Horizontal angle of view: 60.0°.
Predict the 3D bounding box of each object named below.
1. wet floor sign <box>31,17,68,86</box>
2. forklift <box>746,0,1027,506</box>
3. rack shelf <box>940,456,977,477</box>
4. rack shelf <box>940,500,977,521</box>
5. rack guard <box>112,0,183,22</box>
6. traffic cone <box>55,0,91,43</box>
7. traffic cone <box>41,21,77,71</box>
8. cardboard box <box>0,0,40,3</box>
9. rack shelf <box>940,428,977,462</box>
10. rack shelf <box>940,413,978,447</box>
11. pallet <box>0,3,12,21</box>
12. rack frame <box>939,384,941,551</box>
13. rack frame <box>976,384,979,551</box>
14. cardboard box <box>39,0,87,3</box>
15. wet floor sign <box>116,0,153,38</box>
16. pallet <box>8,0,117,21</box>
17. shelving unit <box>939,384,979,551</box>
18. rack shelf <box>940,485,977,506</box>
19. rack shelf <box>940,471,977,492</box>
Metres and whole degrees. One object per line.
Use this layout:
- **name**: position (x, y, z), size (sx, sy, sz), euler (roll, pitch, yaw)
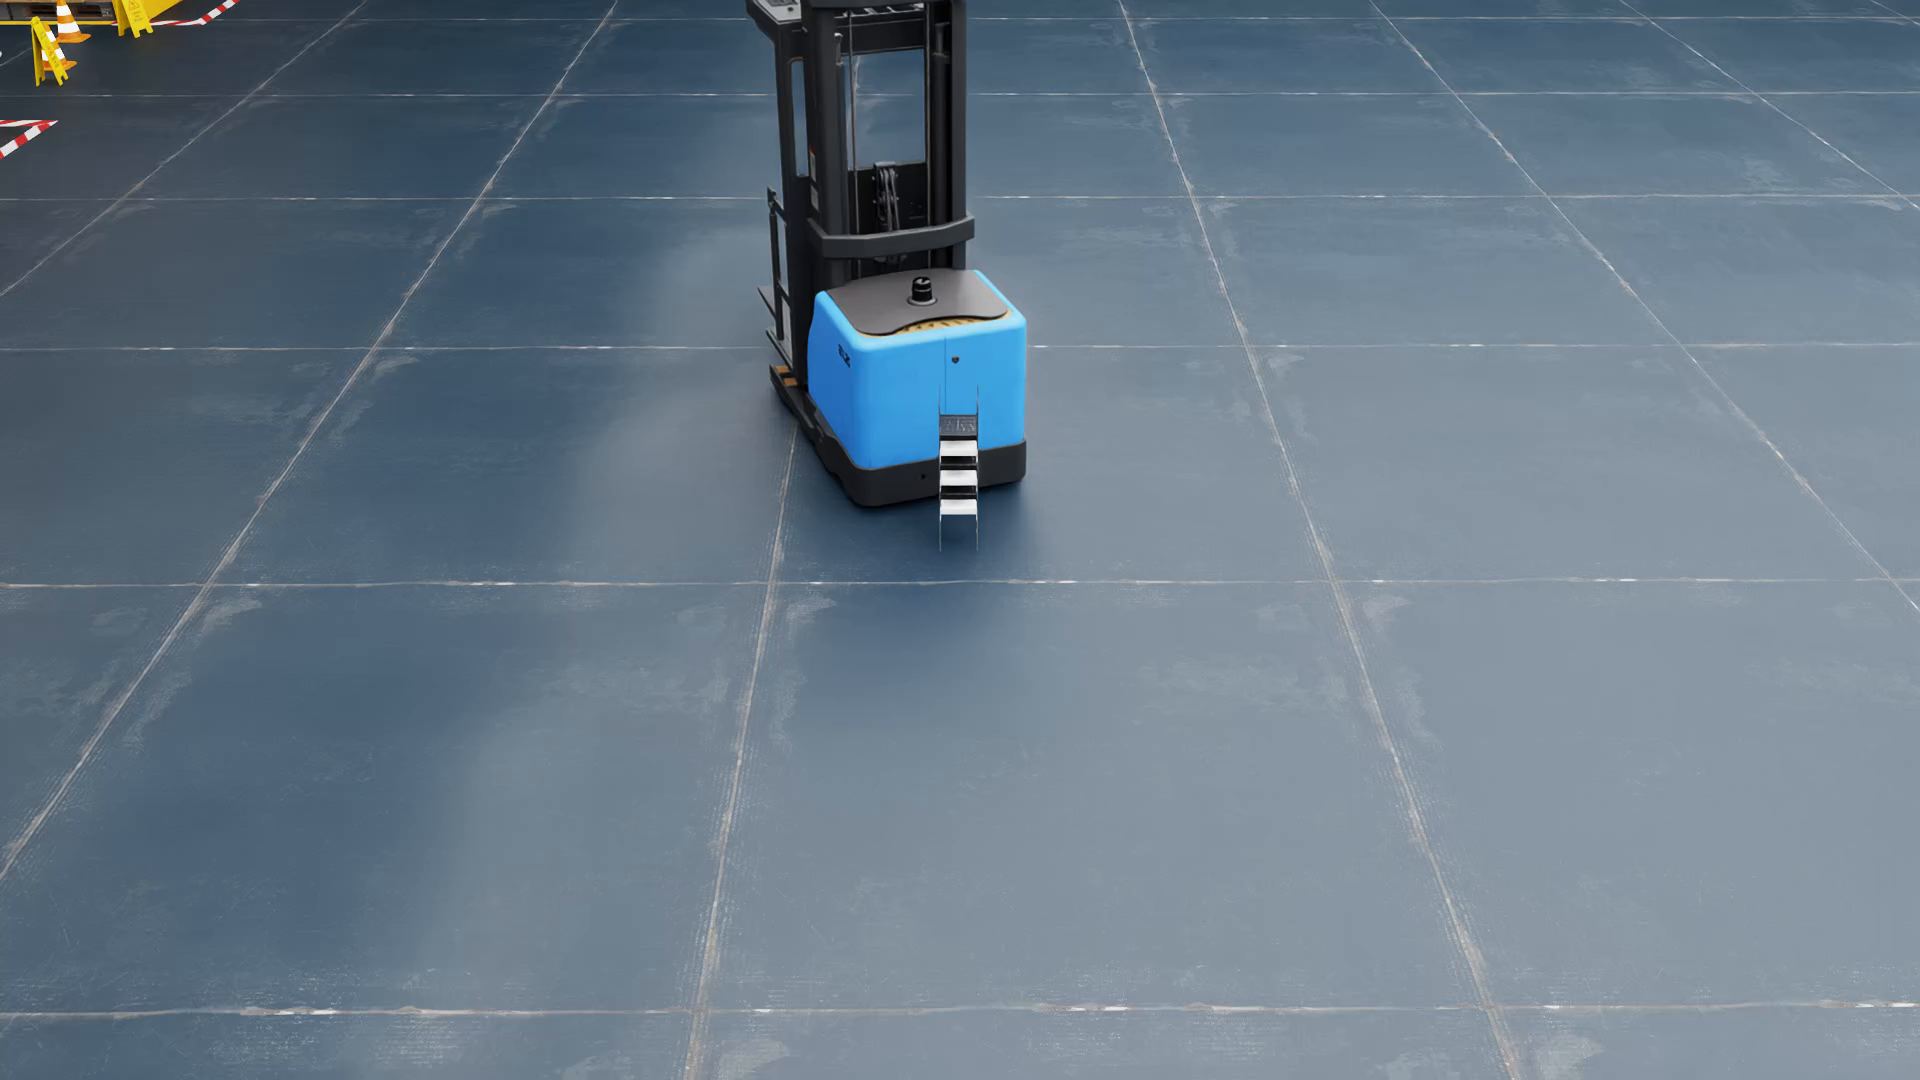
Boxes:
- **wet floor sign**: position (-9.243, -4.938, 16.766), size (0.232, 0.644, 0.267), euler (-5, 32, -9)
- **forklift**: position (-0.597, -2.197, 10.045), size (1.130, 2.935, 3.031), euler (-11, 33, -17)
- **rack shelf**: position (-0.008, -0.433, 8.987), size (0.200, 0.077, 0.258), euler (0, 31, 0)
- **rack shelf**: position (-0.008, -0.202, 9.127), size (0.200, 0.077, 0.258), euler (0, 31, 0)
- **rack guard**: position (-9.467, -6.416, 19.342), size (0.348, 0.500, 1.175), euler (0, 31, 0)
- **traffic cone**: position (-9.813, -5.729, 18.247), size (0.334, 0.463, 0.336), euler (0, 31, 0)
- **traffic cone**: position (-9.466, -5.155, 17.300), size (0.334, 0.463, 0.336), euler (0, 31, 0)
- **cardboard box**: position (-10.715, -6.349, 19.068), size (0.500, 0.250, 0.500), euler (0, 31, 0)
- **rack shelf**: position (-0.008, -0.510, 8.940), size (0.200, 0.077, 0.258), euler (0, 31, 0)
- **rack shelf**: position (-0.008, -0.587, 8.894), size (0.200, 0.077, 0.258), euler (0, 31, 0)
- **pallet**: position (-11.496, -6.306, 19.439), size (1.213, 0.211, 1.003), euler (0, 31, 0)
- **rack frame**: position (-0.110, -0.384, 9.016), size (0.006, 0.900, 0.240), euler (0, 31, 0)
- **rack frame**: position (0.094, -0.385, 9.017), size (0.006, 0.900, 0.240), euler (0, 31, 0)
- **cardboard box**: position (-10.221, -6.346, 19.064), size (0.500, 0.250, 0.500), euler (0, 31, -1)
- **wet floor sign**: position (-9.194, -5.924, 18.391), size (0.232, 0.644, 0.267), euler (10, 33, 17)
- **pallet**: position (-10.279, -6.308, 19.443), size (1.213, 0.211, 1.003), euler (0, 31, 0)
- **shelving unit**: position (-0.008, -0.385, 9.017), size (0.210, 0.900, 0.258), euler (0, 31, 0)
- **rack shelf**: position (-0.008, -0.279, 9.081), size (0.200, 0.077, 0.258), euler (0, 31, 0)
- **rack shelf**: position (-0.008, -0.356, 9.034), size (0.200, 0.077, 0.258), euler (0, 31, 0)
